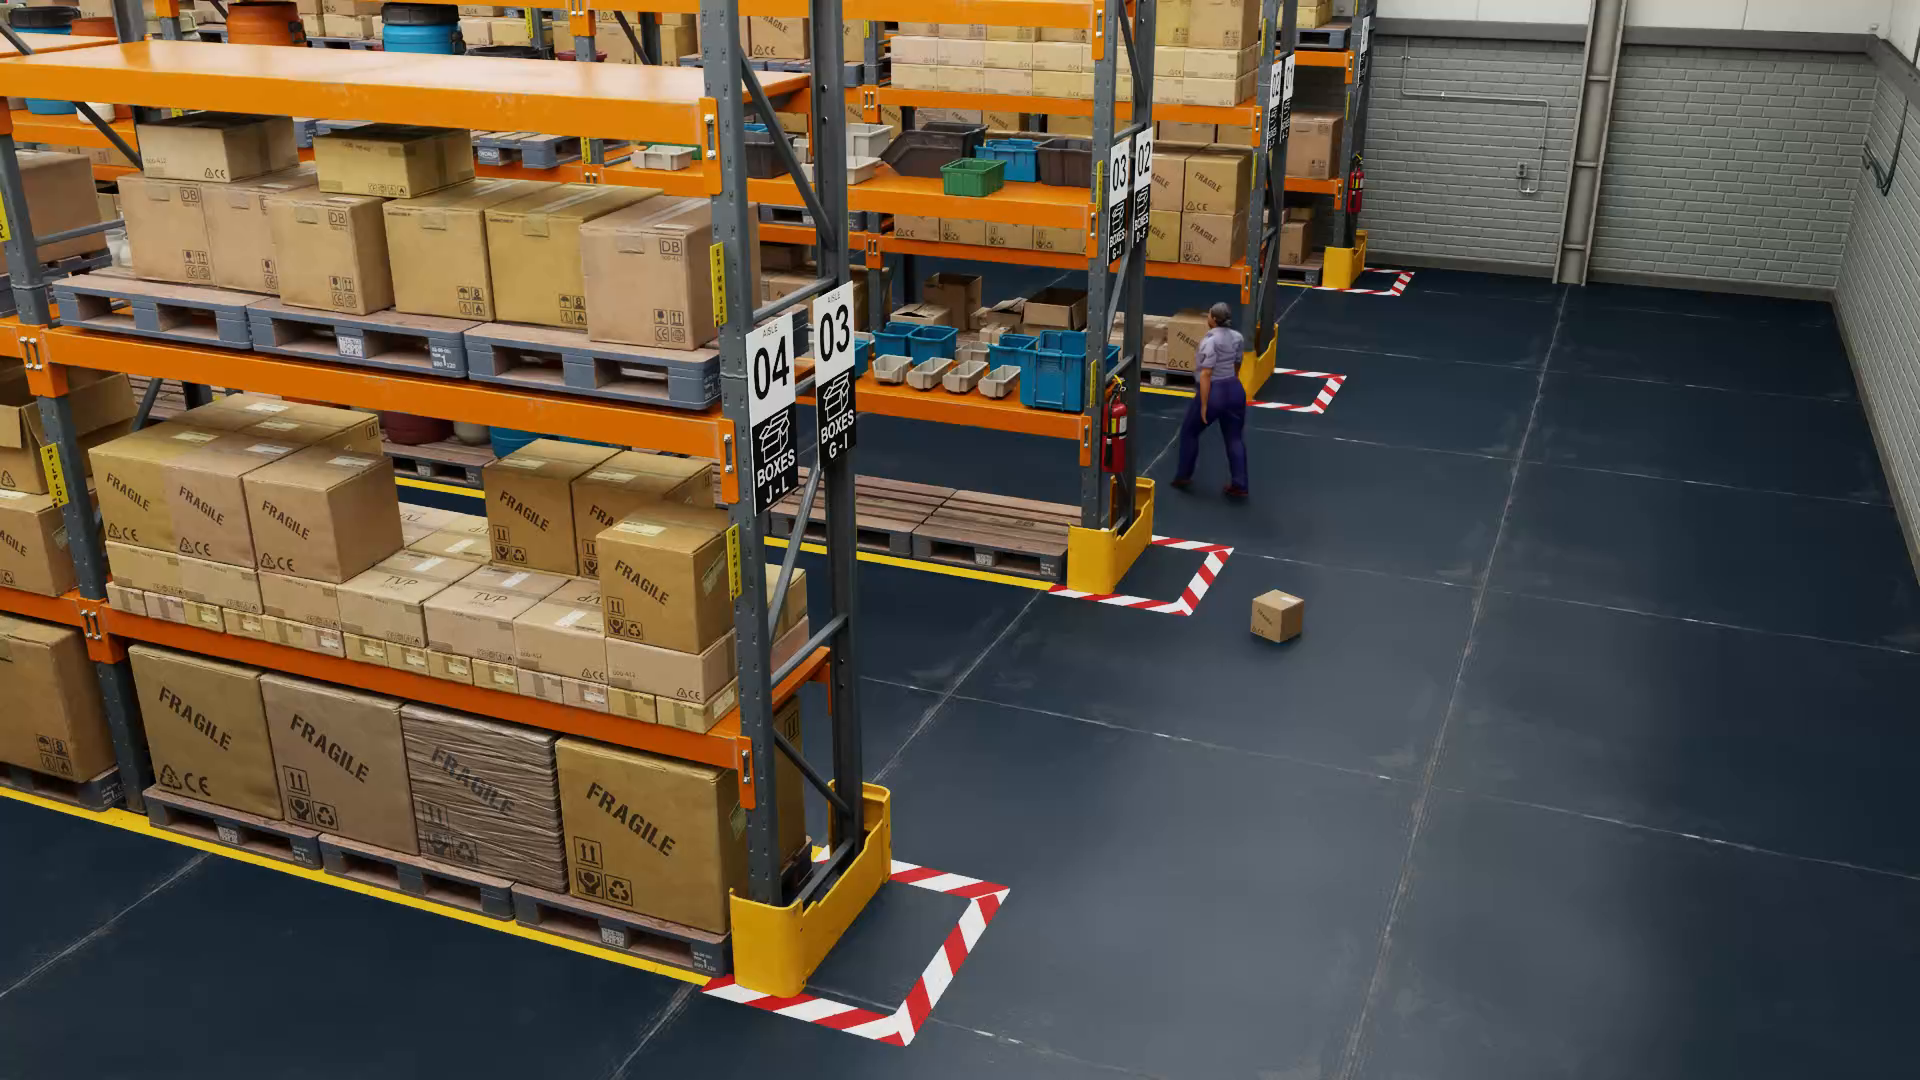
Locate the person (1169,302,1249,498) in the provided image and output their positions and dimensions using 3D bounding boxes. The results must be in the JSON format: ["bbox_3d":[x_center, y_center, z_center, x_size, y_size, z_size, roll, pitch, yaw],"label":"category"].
[{"bbox_3d":[2.101,-1.148,13.739,0.534,1.686,0.756,-13,26,-29],"label":"person"}]
